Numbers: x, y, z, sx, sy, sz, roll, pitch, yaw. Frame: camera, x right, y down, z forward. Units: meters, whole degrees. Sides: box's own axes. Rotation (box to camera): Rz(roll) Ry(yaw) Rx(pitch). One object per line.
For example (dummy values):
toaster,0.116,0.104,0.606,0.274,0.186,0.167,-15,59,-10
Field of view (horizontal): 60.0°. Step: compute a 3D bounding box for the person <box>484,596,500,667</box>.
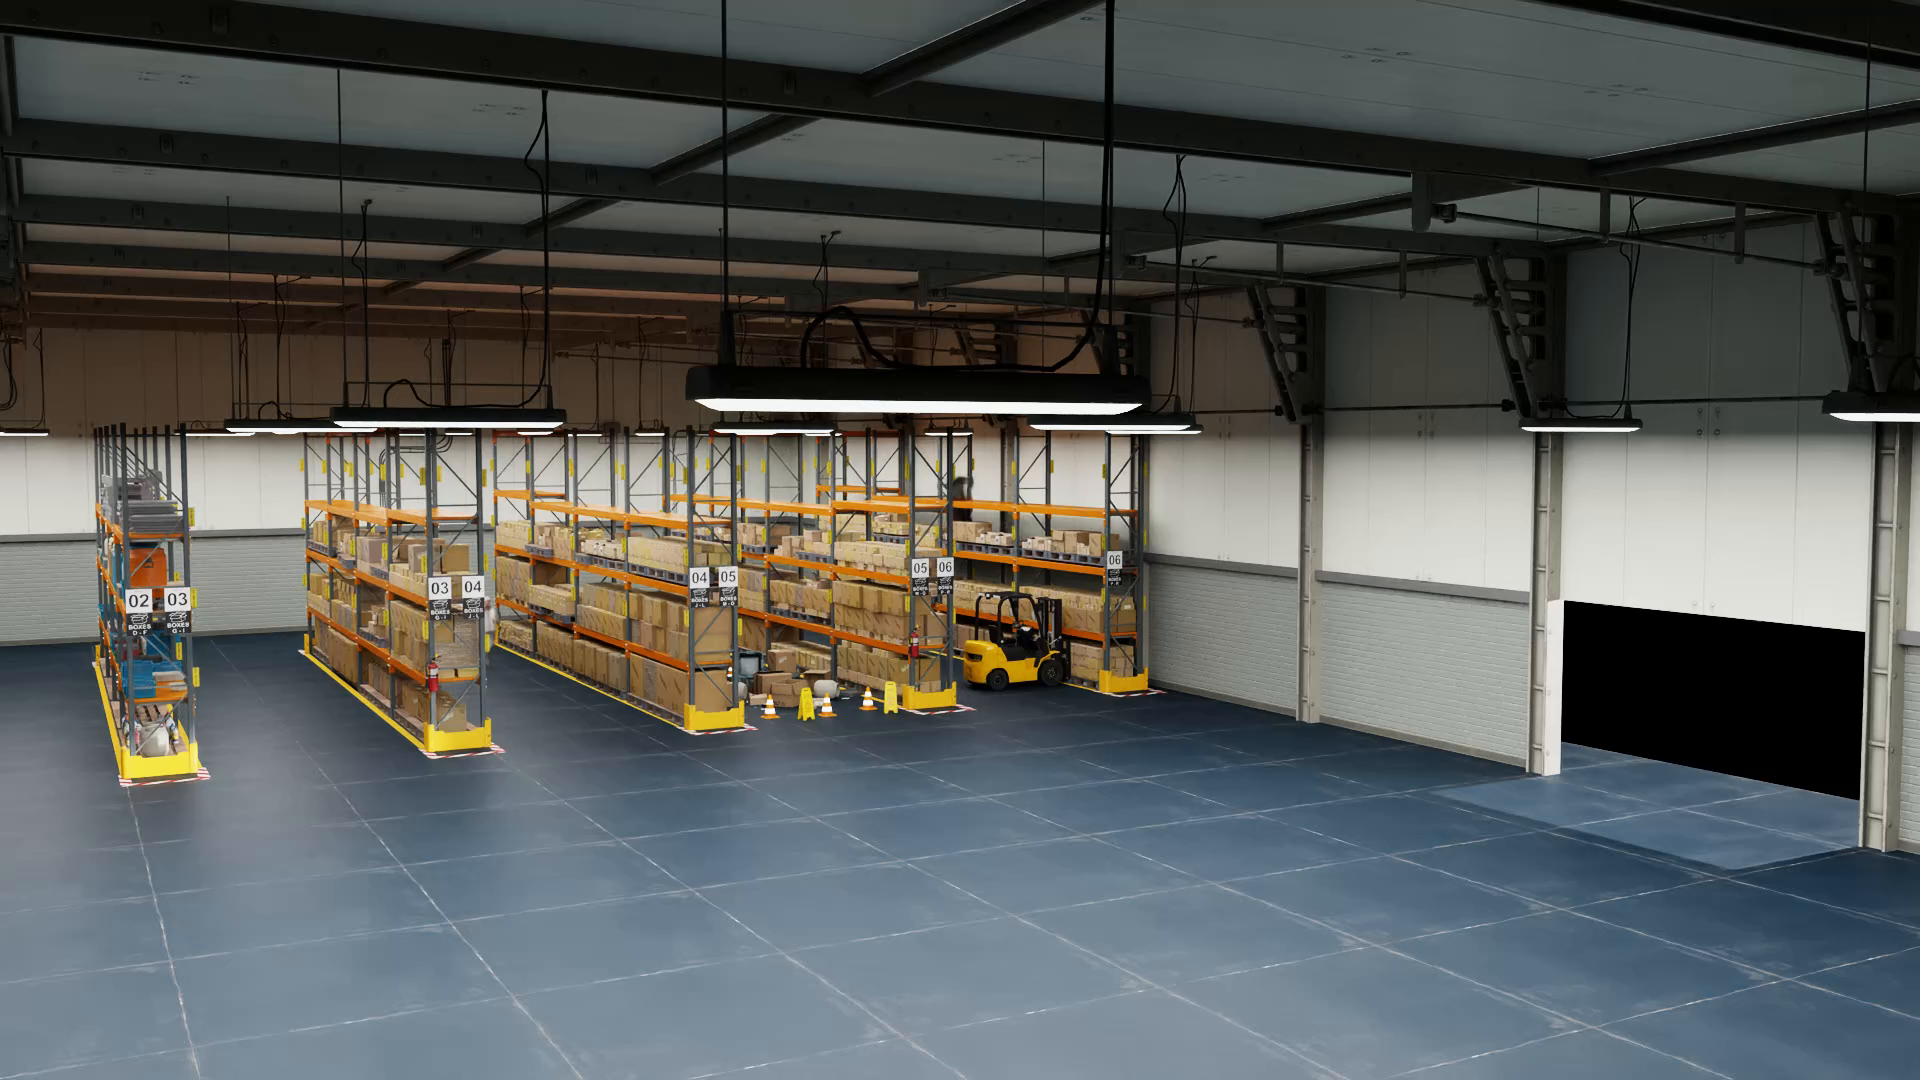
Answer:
person,-11.932,2.304,41.934,0.648,1.800,0.724,-3,4,-36
